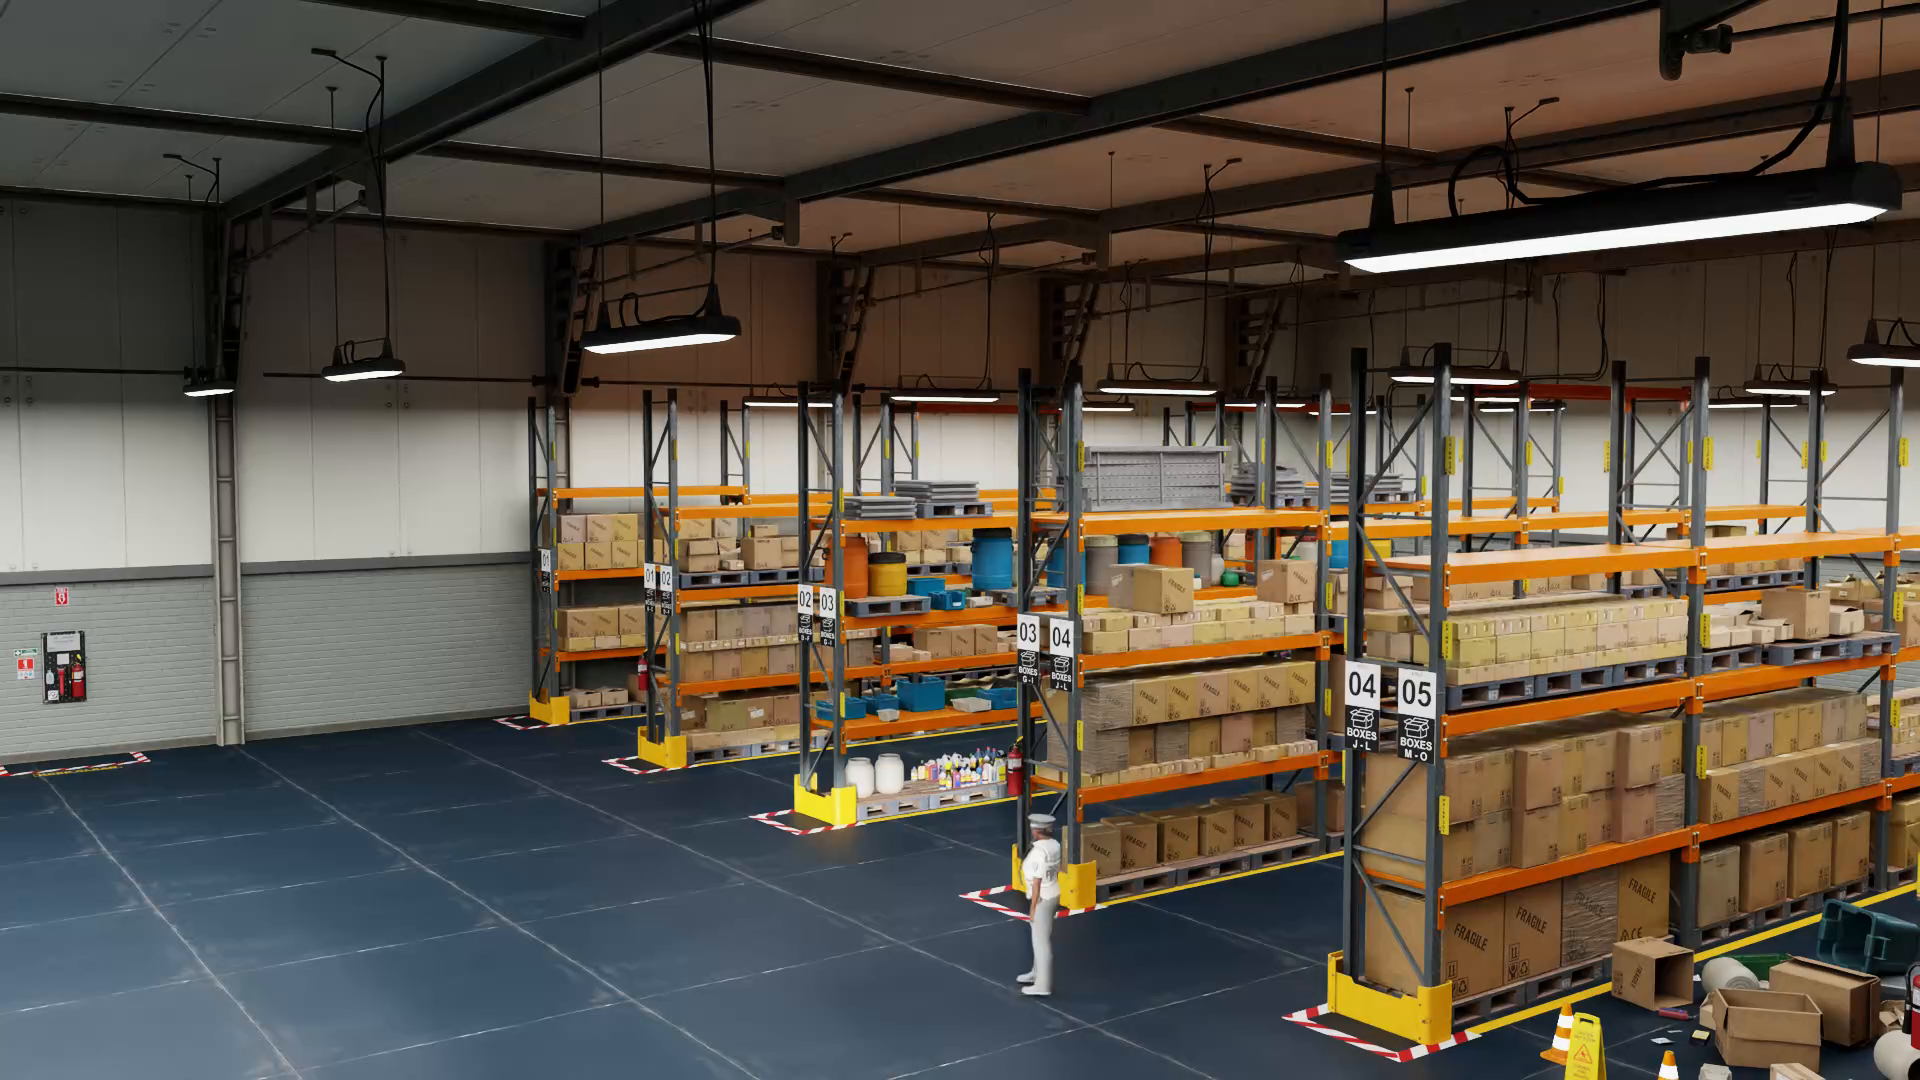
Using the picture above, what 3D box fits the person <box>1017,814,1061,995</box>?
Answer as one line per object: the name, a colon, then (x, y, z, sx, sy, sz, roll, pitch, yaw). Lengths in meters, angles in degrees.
person: (0.724, 3.402, 15.660, 0.439, 1.661, 0.514, 1, 3, 14)
